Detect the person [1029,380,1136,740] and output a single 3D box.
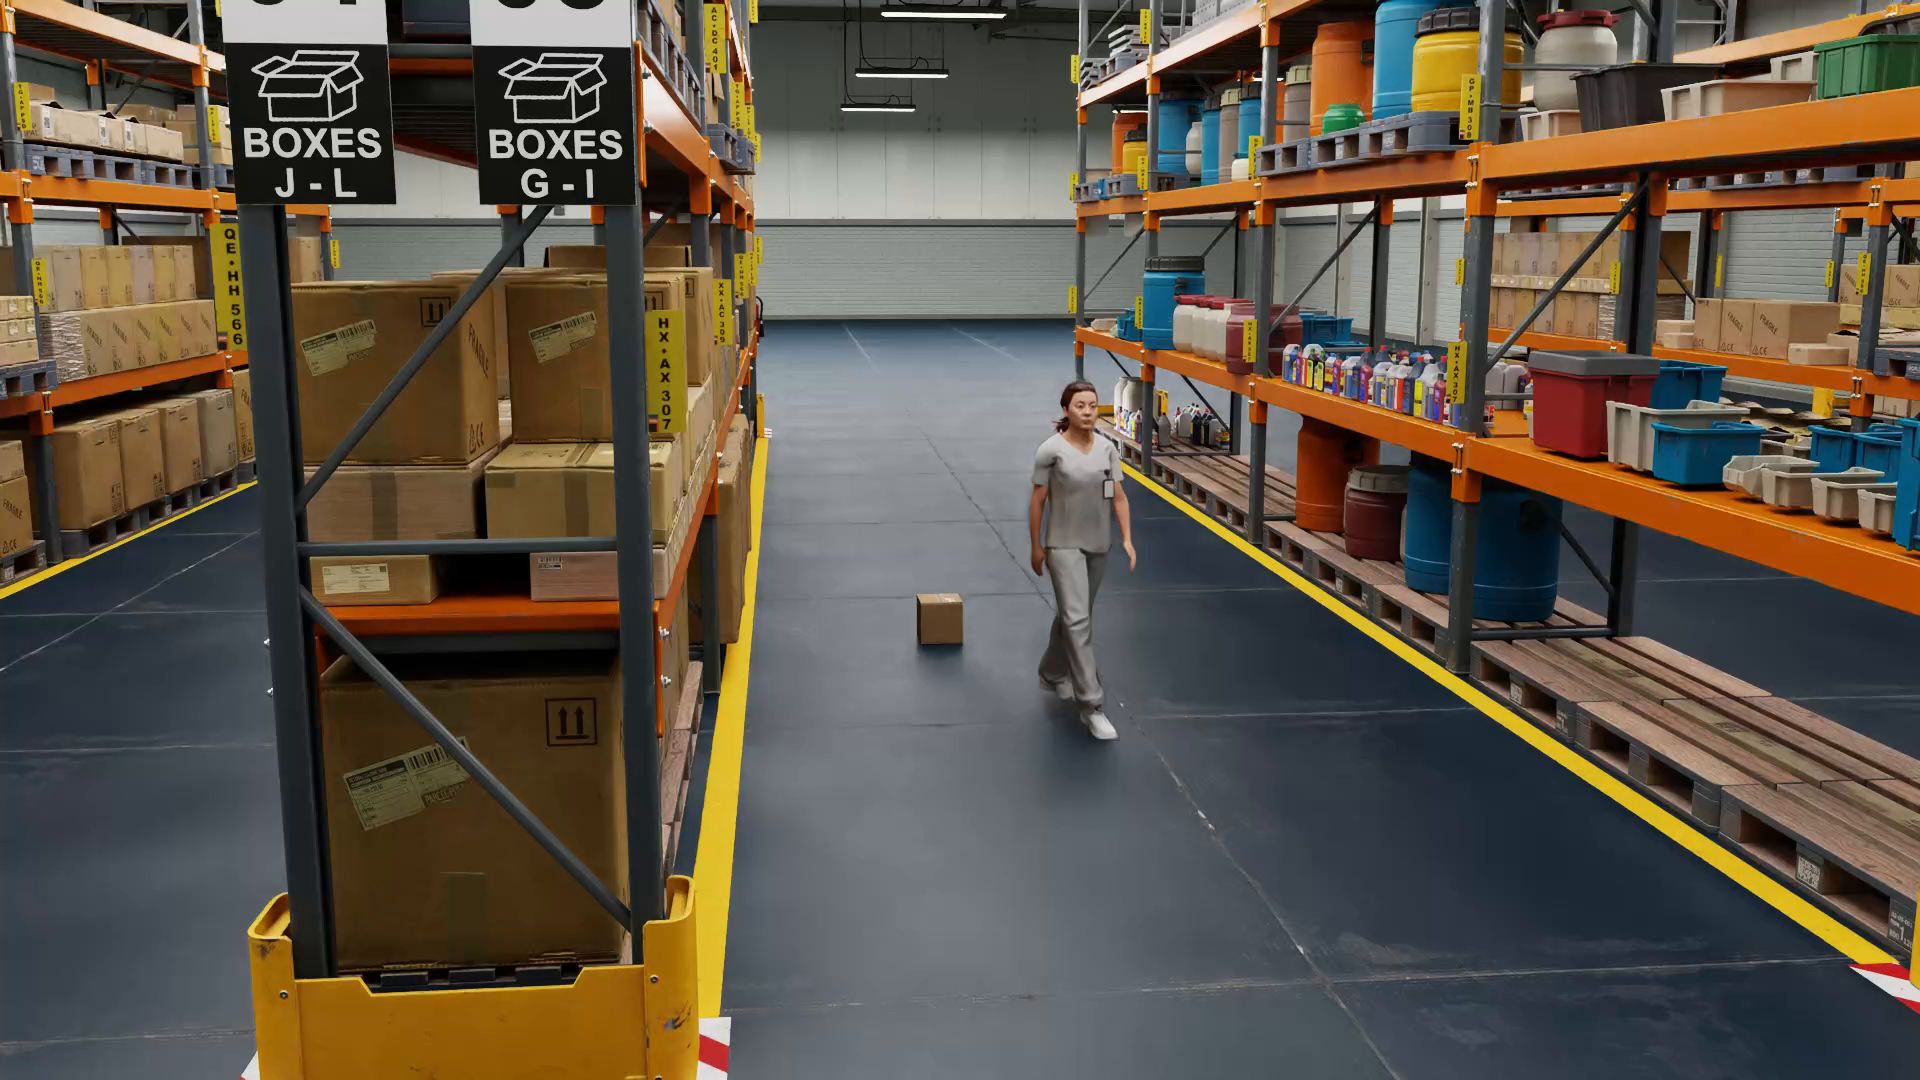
[{"bbox_3d":[0.618,0.052,8.062,0.456,1.635,0.932,-5,11,-25],"label":"person"}]
